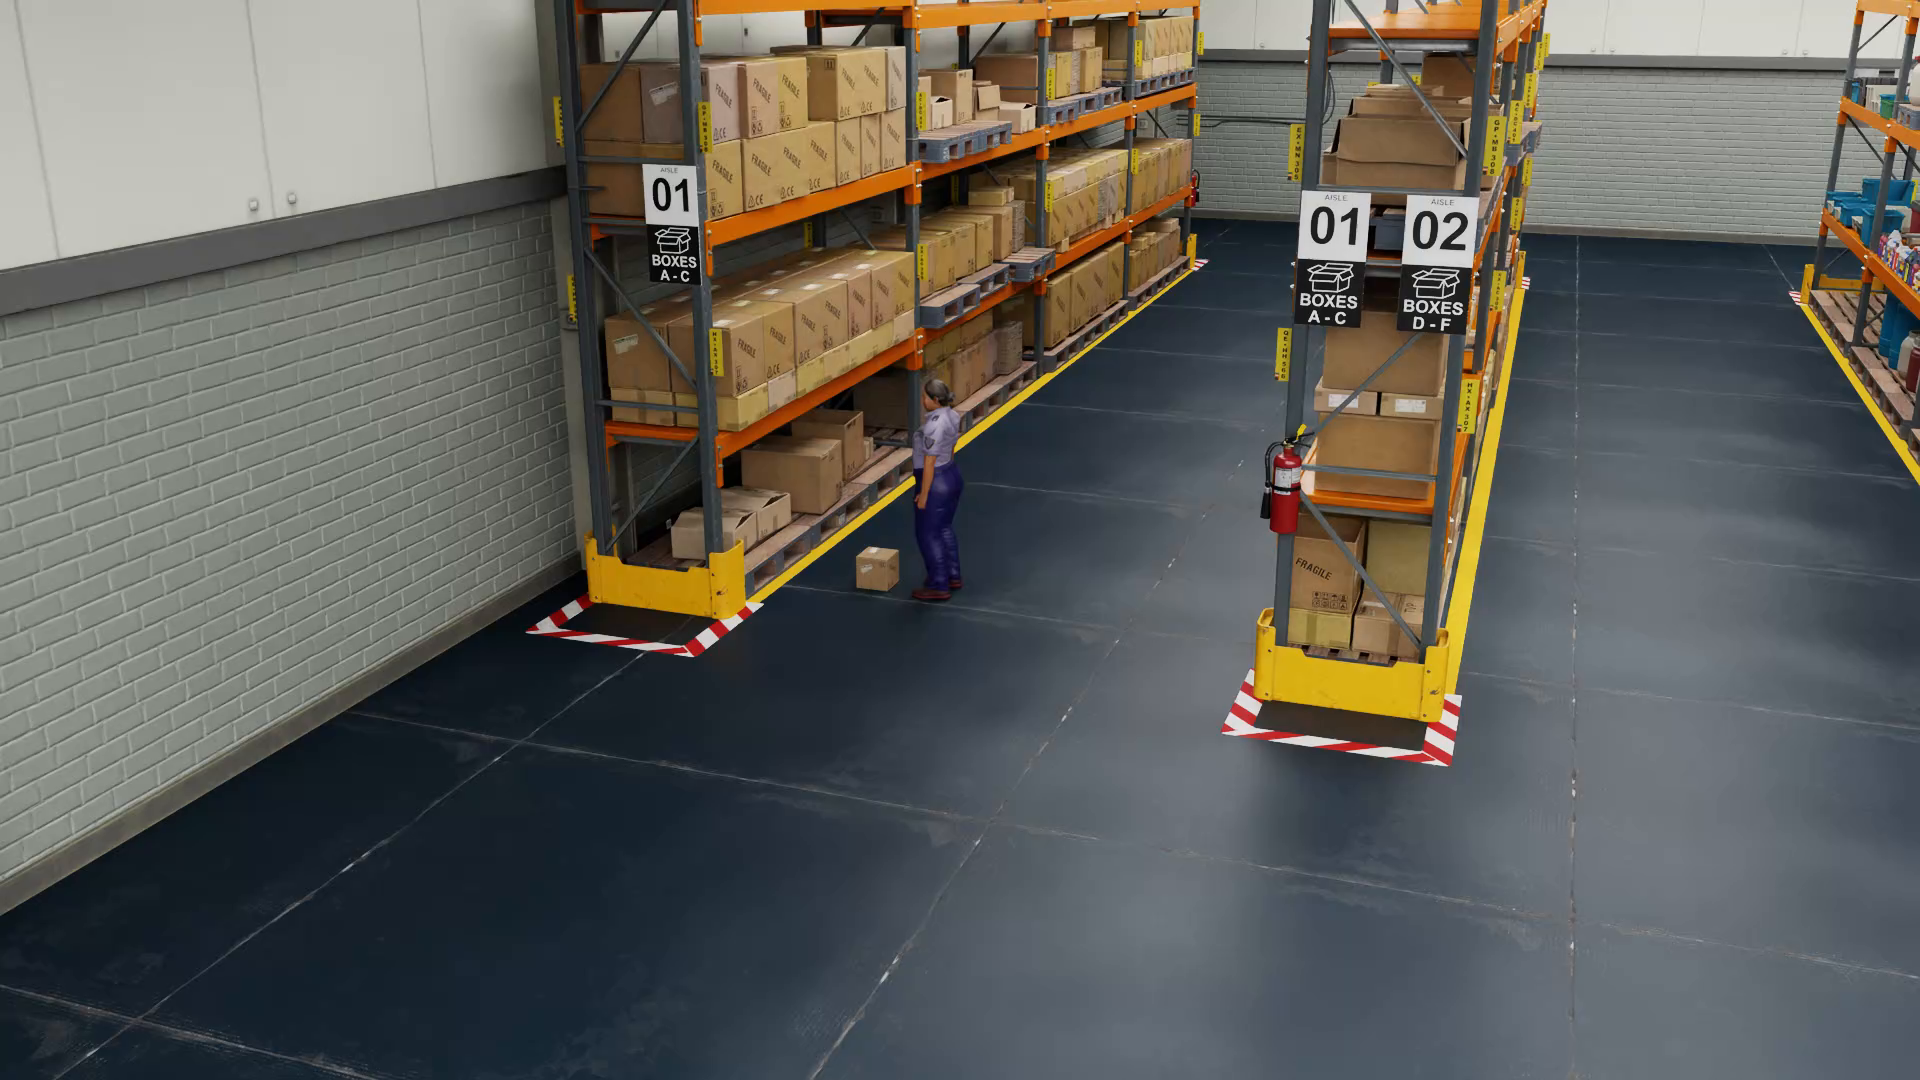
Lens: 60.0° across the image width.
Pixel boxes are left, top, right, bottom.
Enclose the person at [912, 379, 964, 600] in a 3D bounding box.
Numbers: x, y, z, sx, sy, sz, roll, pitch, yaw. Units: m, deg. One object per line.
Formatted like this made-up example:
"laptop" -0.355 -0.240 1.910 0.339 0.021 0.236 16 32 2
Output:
"person" -0.178 -0.379 12.218 0.342 1.642 0.469 7 20 19
